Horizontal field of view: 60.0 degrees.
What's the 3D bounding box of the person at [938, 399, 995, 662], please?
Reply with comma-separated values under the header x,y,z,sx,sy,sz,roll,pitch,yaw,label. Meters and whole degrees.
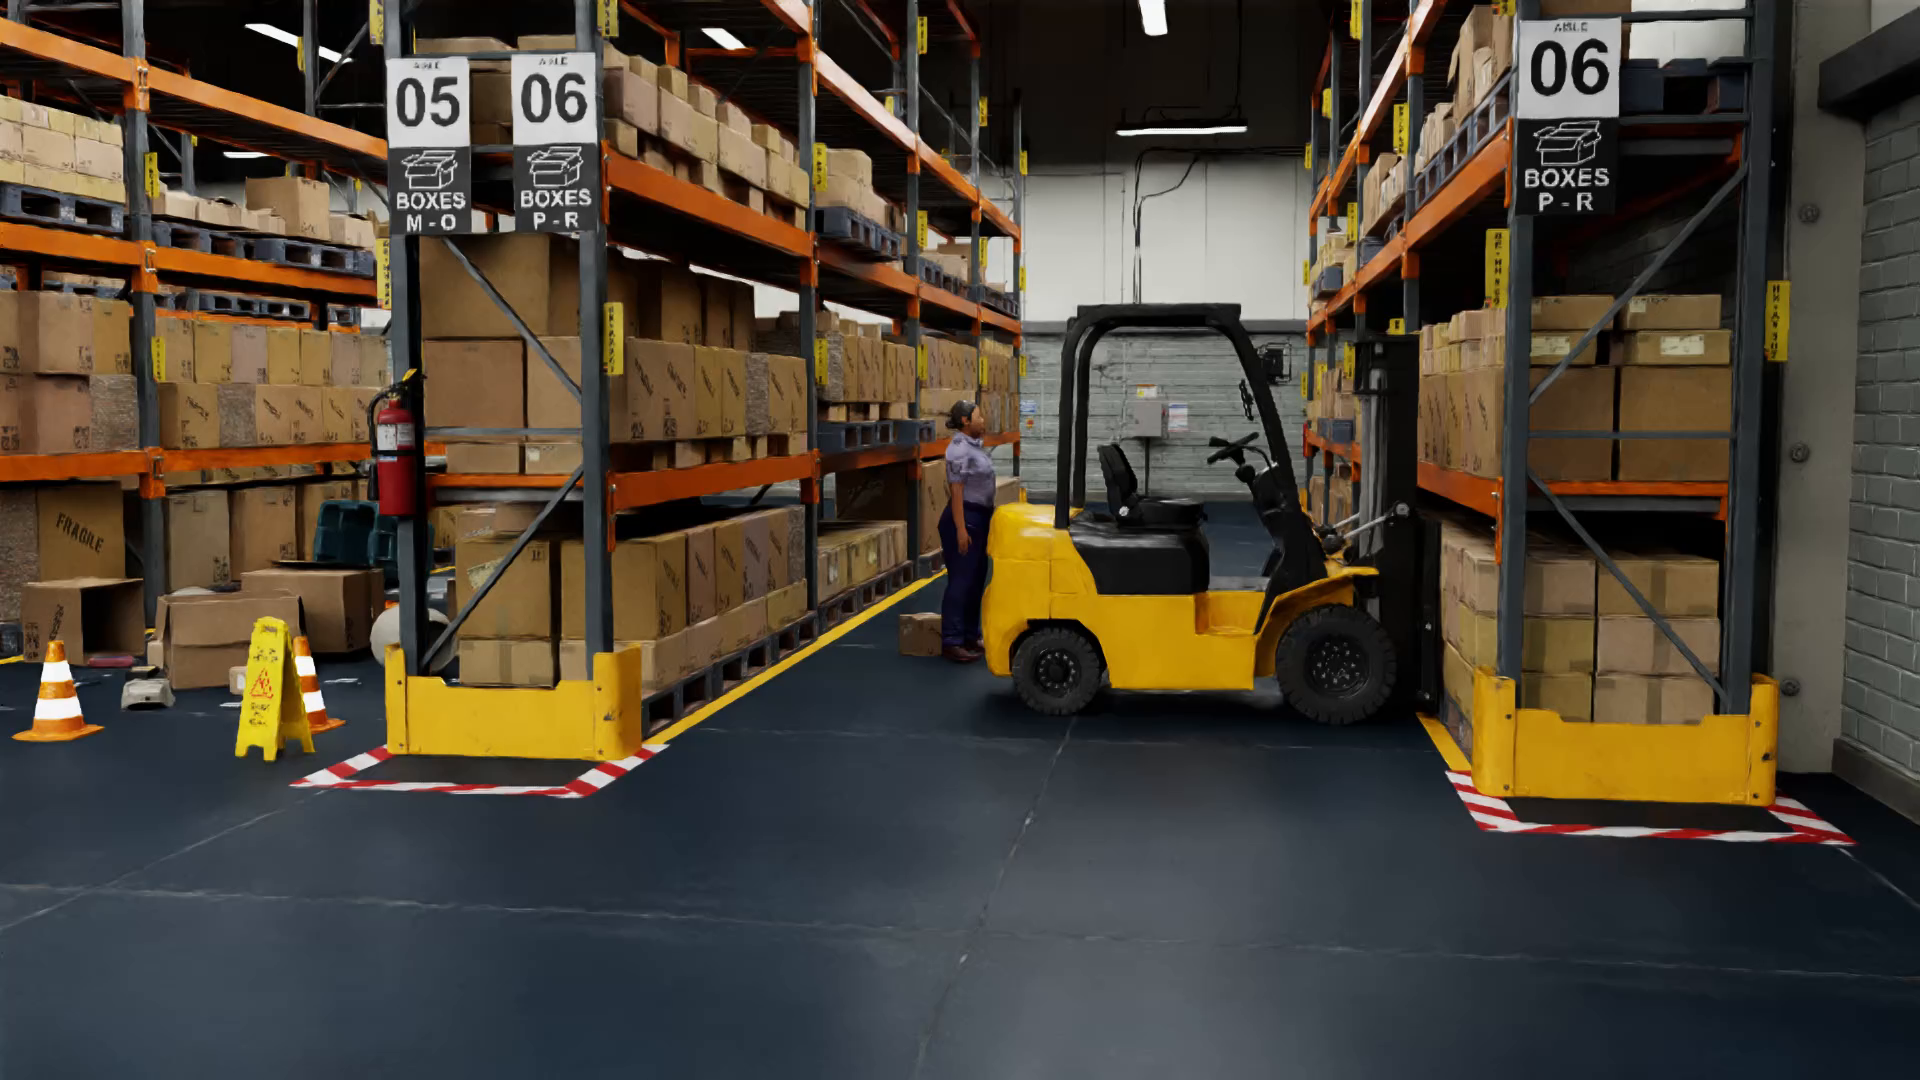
x,y,z,sx,sy,sz,roll,pitch,yaw,label
0.053,-0.072,10.695,0.365,1.661,0.532,1,5,12,person
